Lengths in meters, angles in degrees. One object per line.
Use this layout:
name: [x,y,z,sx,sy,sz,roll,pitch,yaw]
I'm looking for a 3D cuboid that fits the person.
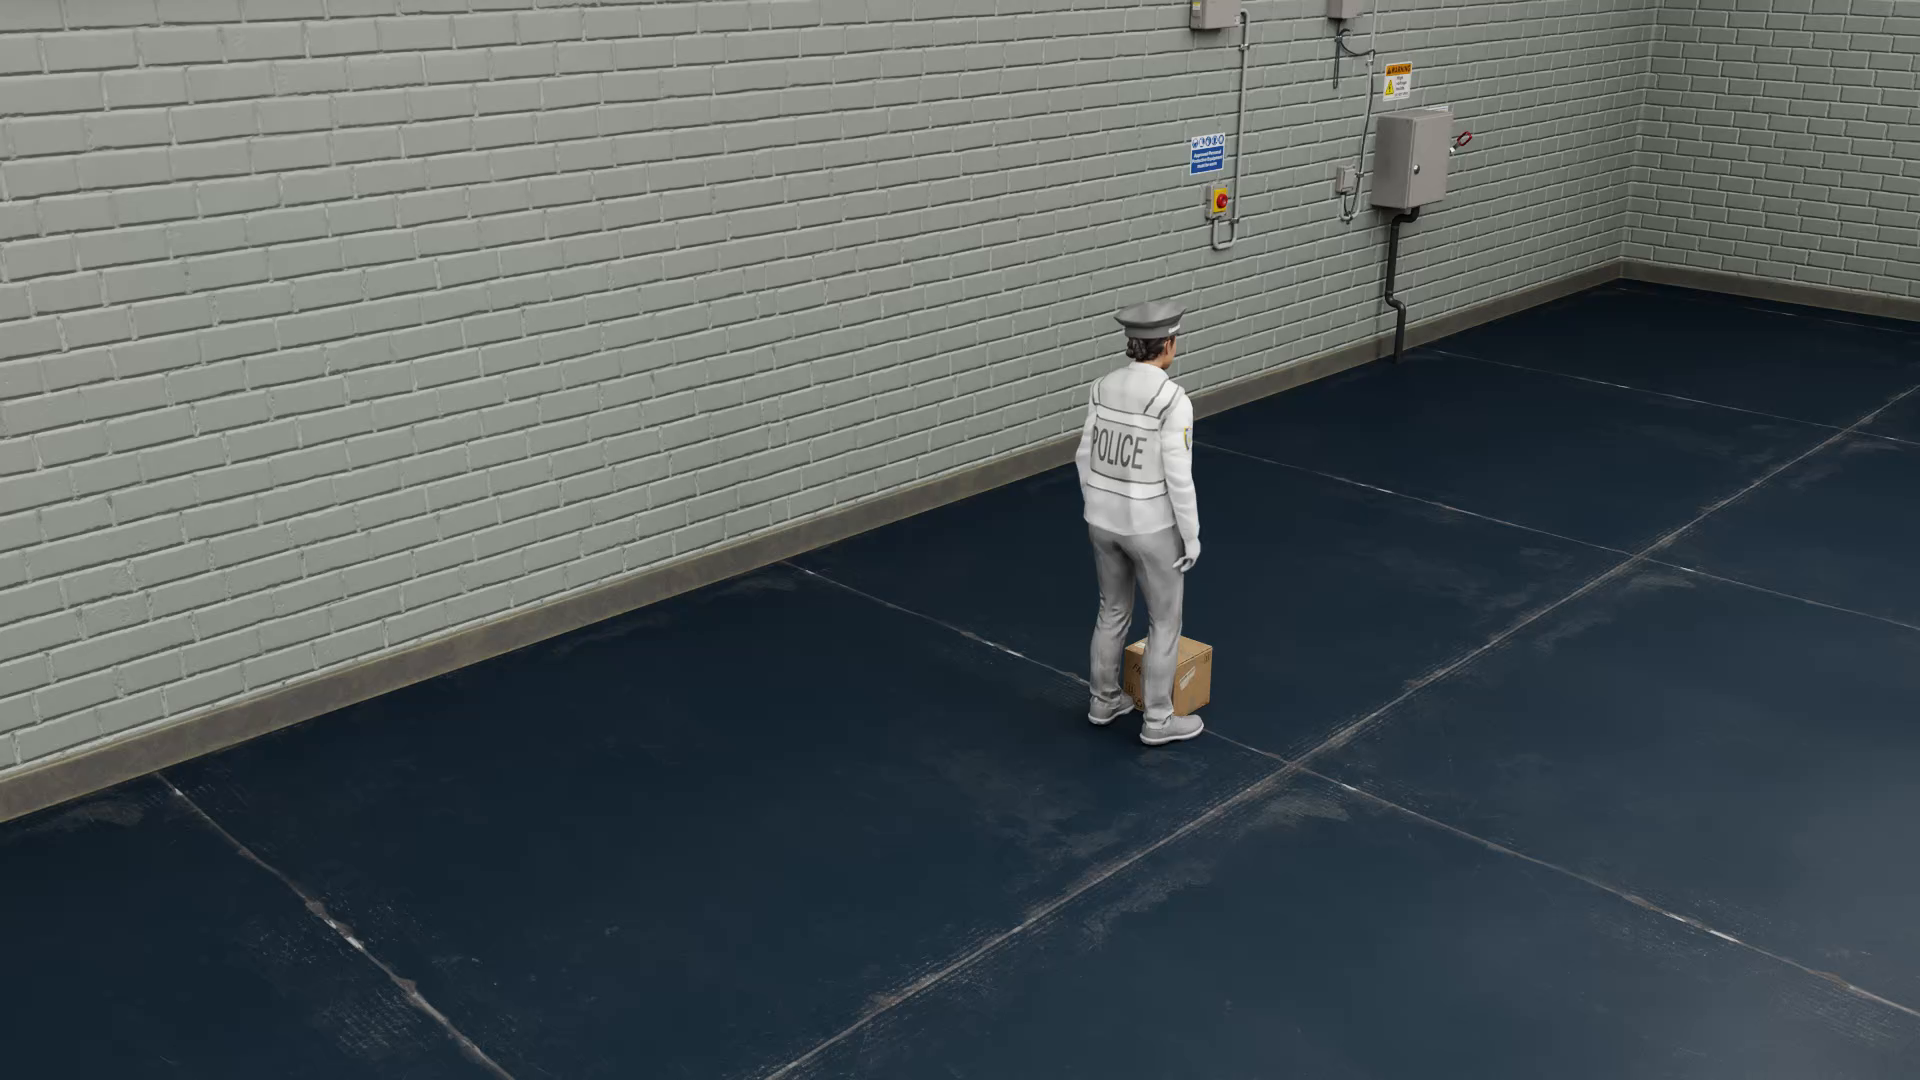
person: [0.669,-0.054,6.218,0.526,1.662,0.375,19,28,40]
